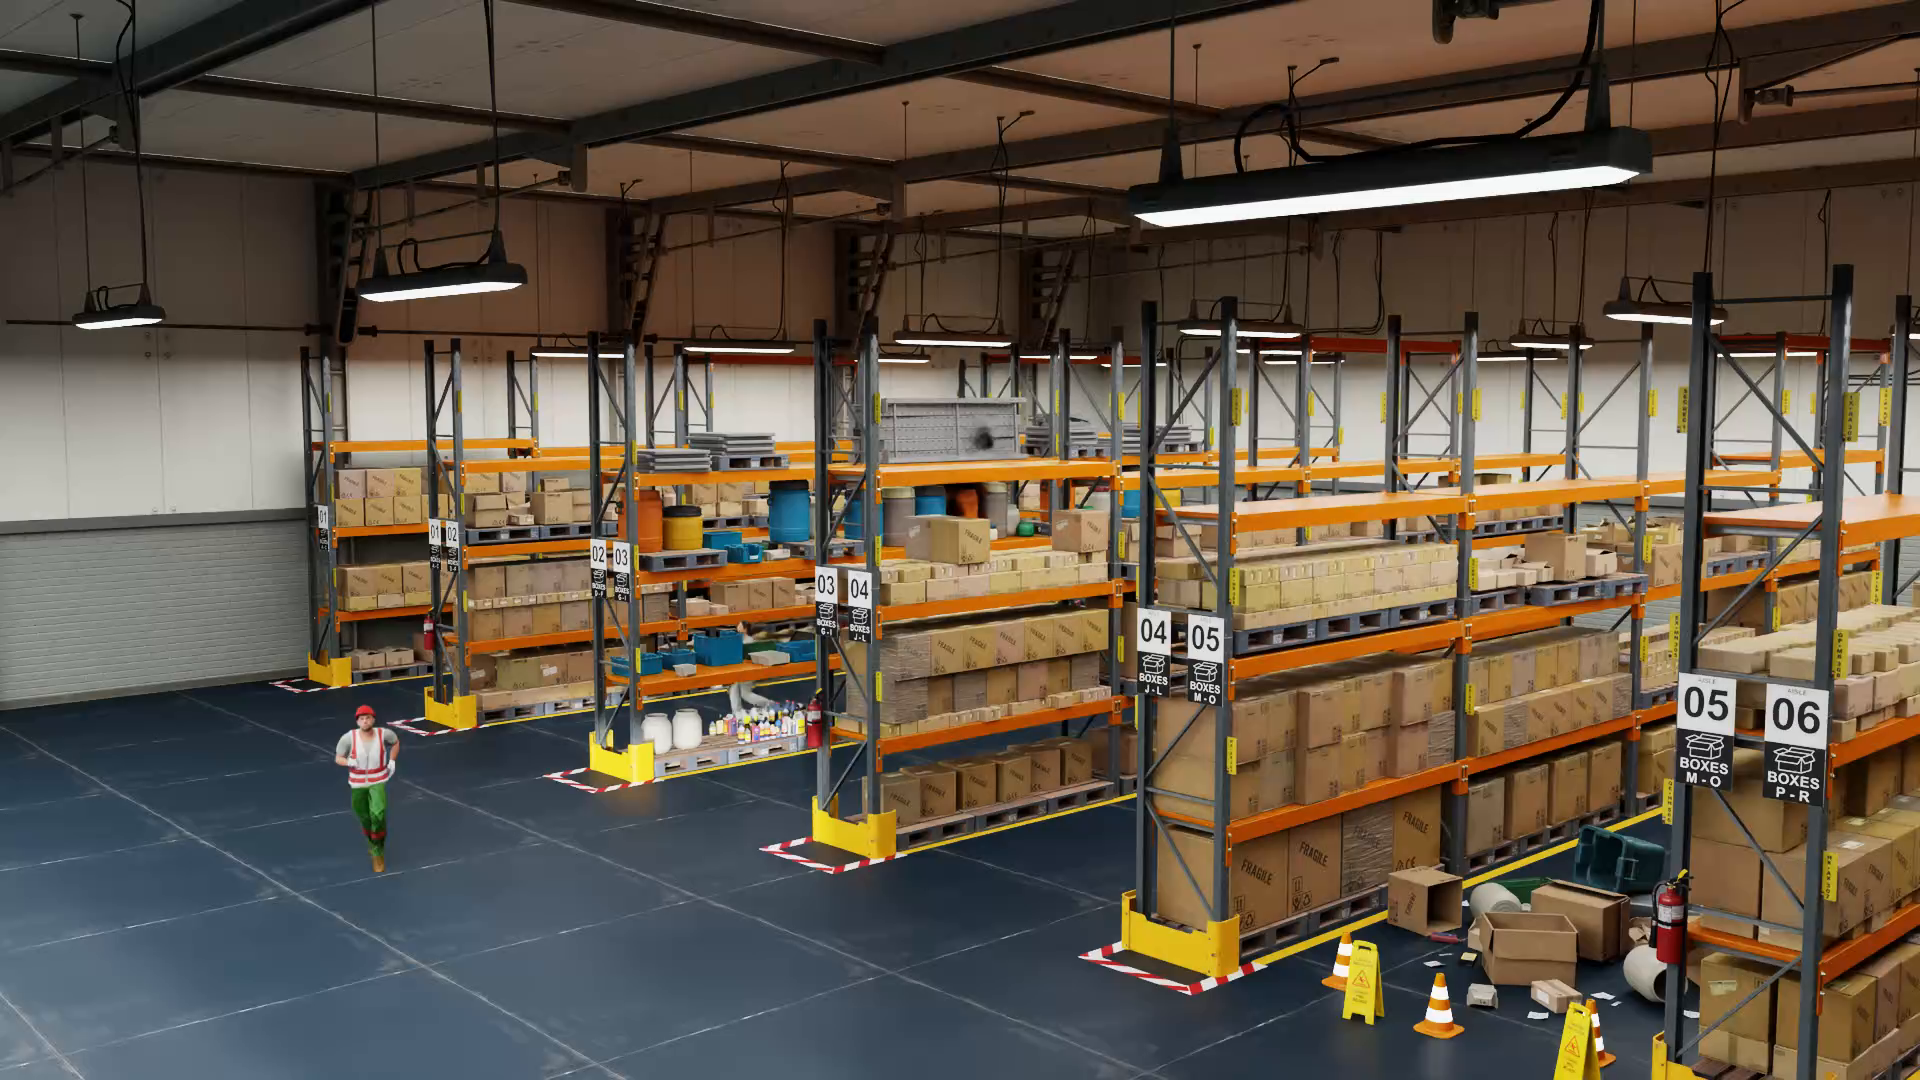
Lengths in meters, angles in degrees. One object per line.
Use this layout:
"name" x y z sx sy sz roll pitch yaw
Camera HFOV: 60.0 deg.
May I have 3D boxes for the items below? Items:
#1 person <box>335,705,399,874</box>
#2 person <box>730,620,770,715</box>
"person" -6.468 2.691 18.156 0.631 1.823 0.825 -1 5 -12
"person" -3.306 2.070 25.906 0.802 1.666 0.563 -4 6 -37
